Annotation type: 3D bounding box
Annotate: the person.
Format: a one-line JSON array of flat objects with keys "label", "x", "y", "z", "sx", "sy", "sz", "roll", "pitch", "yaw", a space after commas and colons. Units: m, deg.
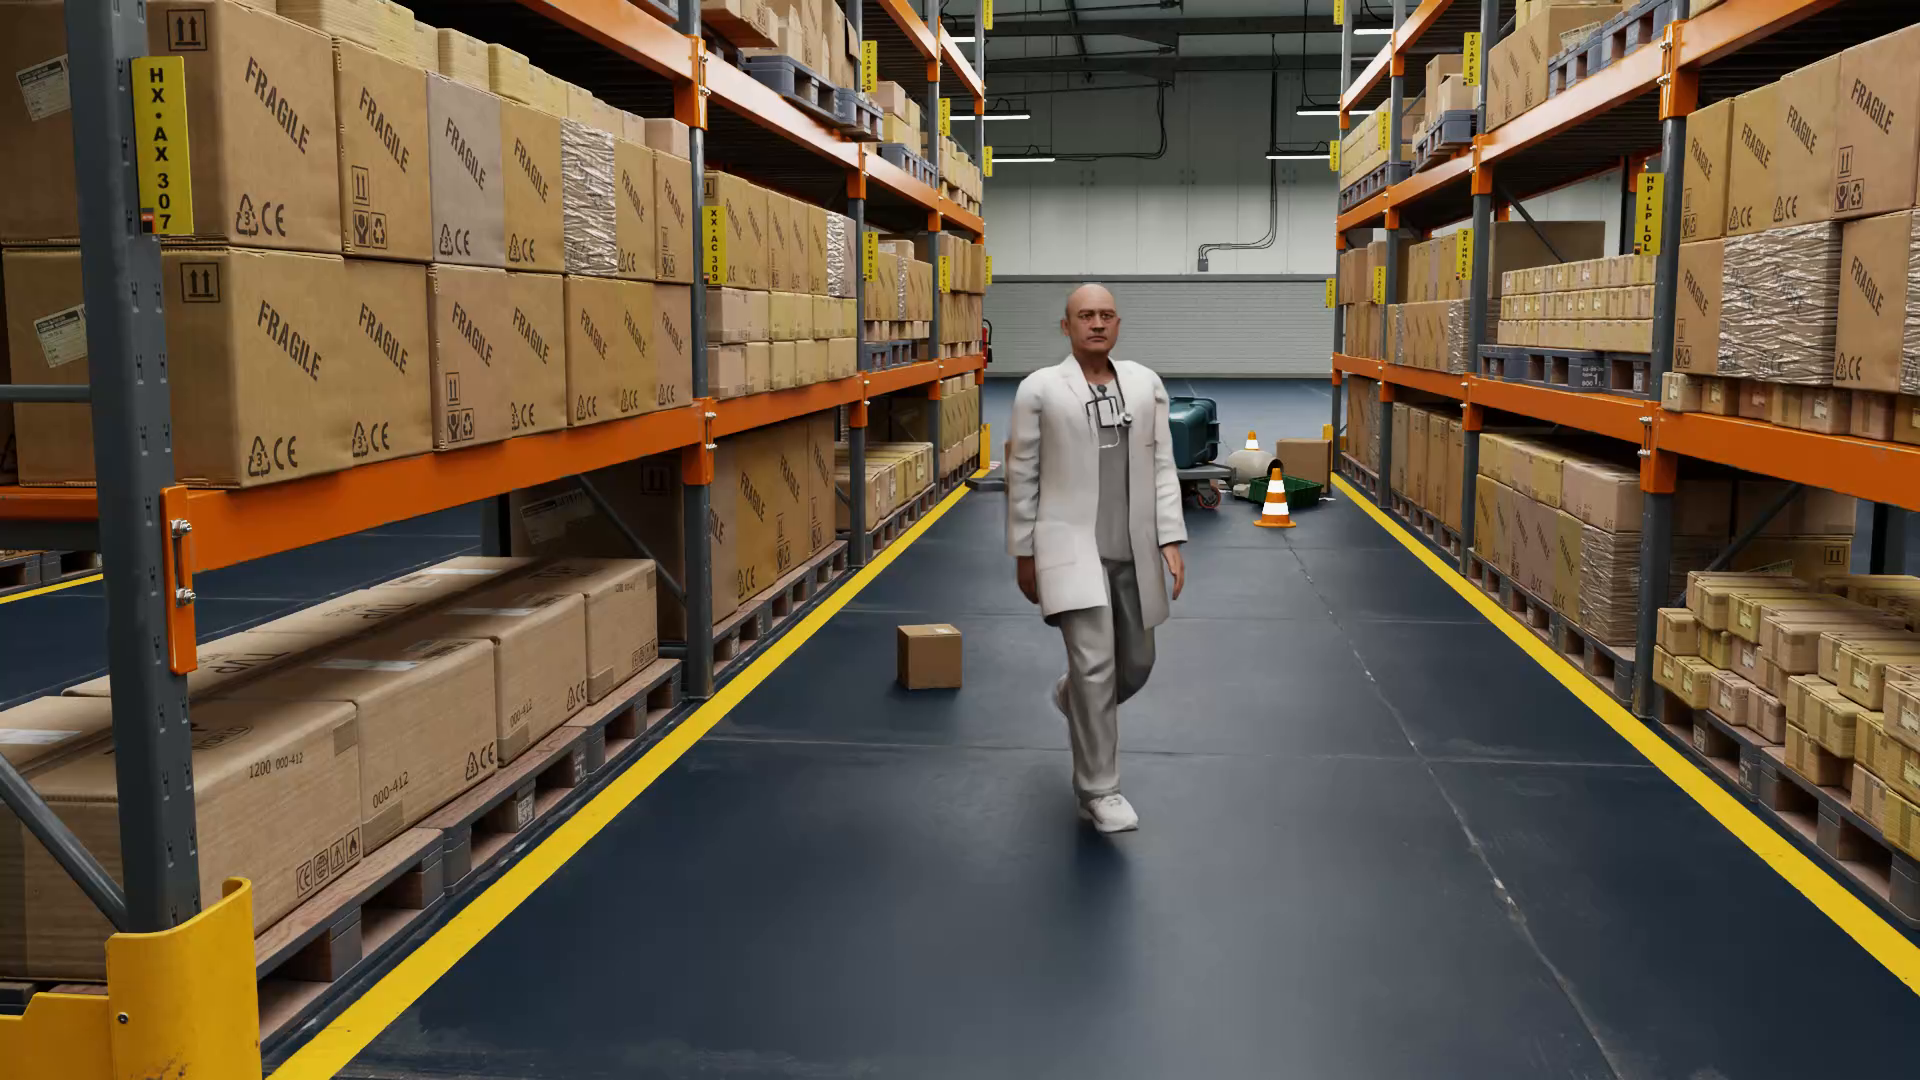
[{"label": "person", "x": 0.453, "y": 0.025, "z": 5.557, "sx": 0.574, "sy": 1.741, "sz": 0.963, "roll": -2, "pitch": 8, "yaw": -18}]
